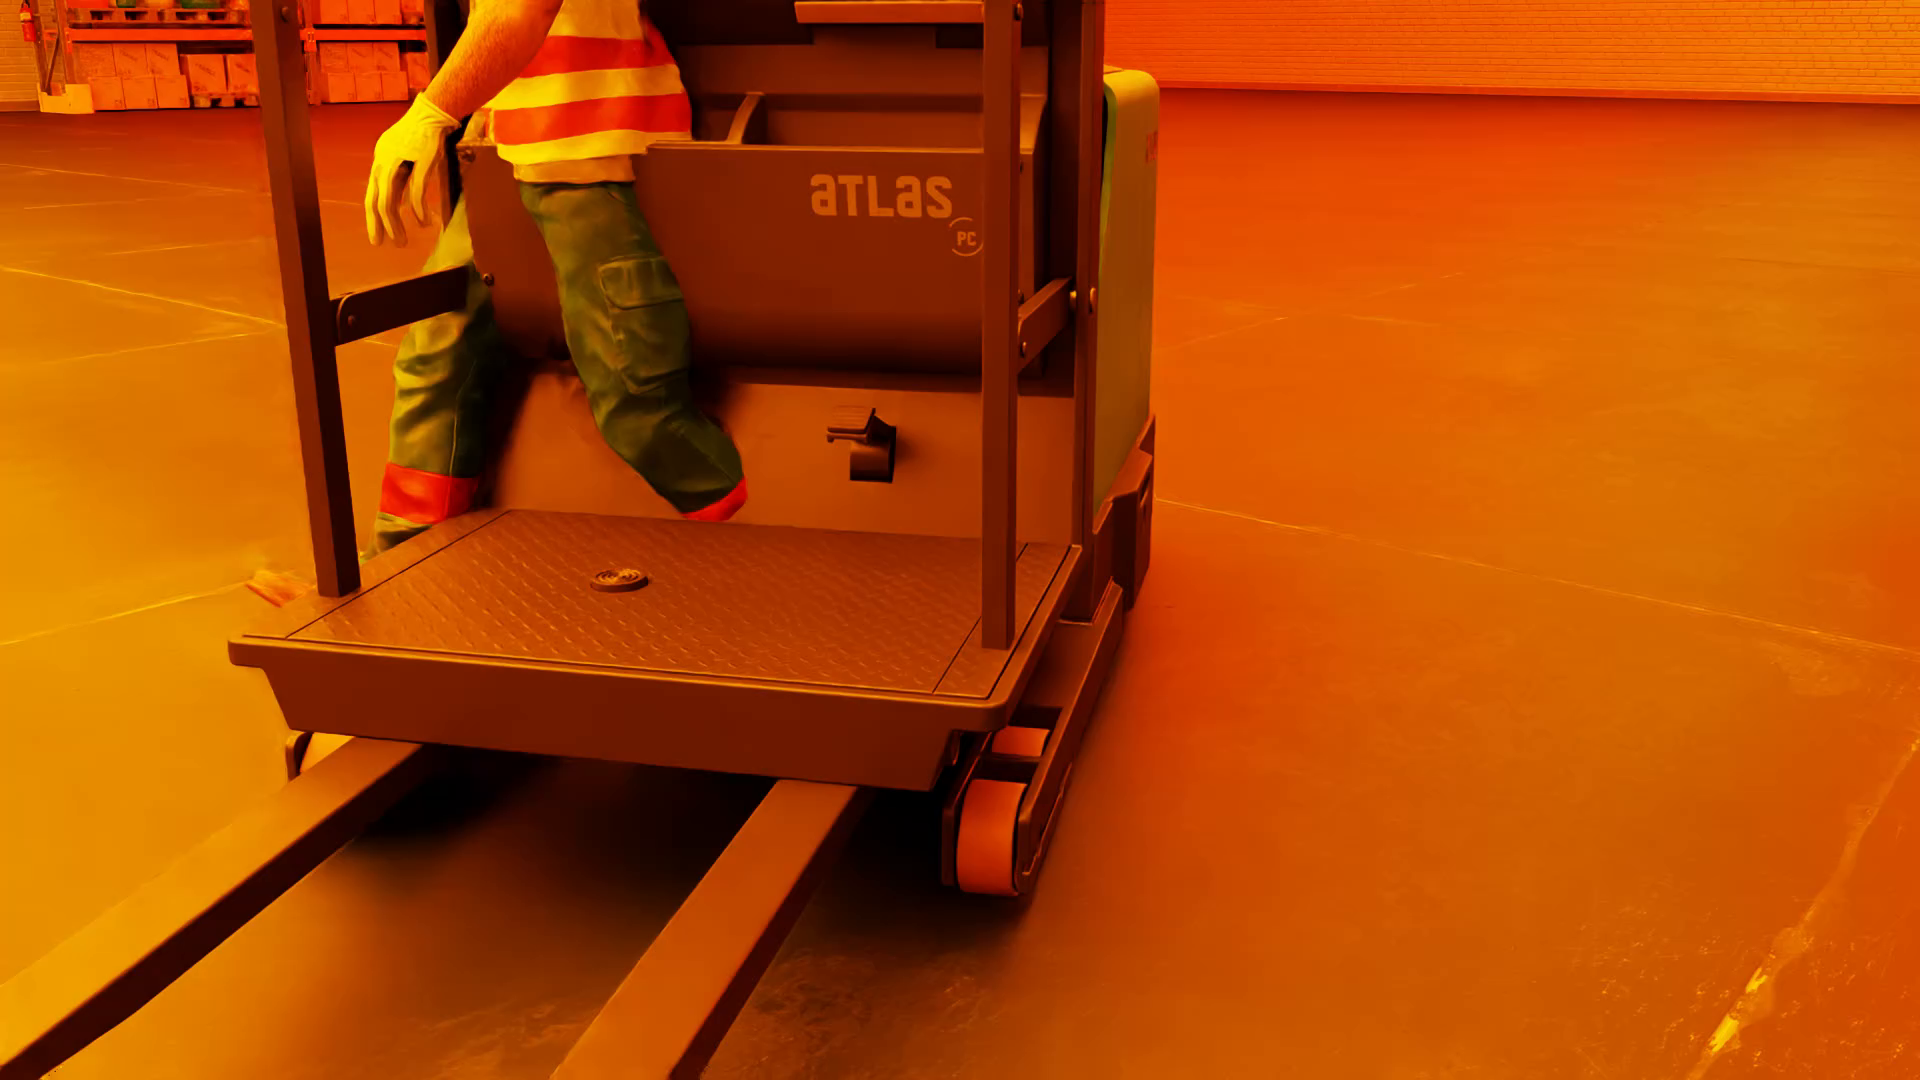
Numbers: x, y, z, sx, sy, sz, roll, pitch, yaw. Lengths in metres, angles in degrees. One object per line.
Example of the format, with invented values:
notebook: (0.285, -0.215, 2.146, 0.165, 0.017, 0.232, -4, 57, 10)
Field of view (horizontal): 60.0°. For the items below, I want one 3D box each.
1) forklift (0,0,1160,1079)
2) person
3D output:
forklift: (-0.374, -1.025, 2.272, 1.130, 2.935, 3.031, 4, 17, 12)
person: (-0.735, -0.608, 2.719, 0.936, 1.724, 0.686, -10, 20, -30)
